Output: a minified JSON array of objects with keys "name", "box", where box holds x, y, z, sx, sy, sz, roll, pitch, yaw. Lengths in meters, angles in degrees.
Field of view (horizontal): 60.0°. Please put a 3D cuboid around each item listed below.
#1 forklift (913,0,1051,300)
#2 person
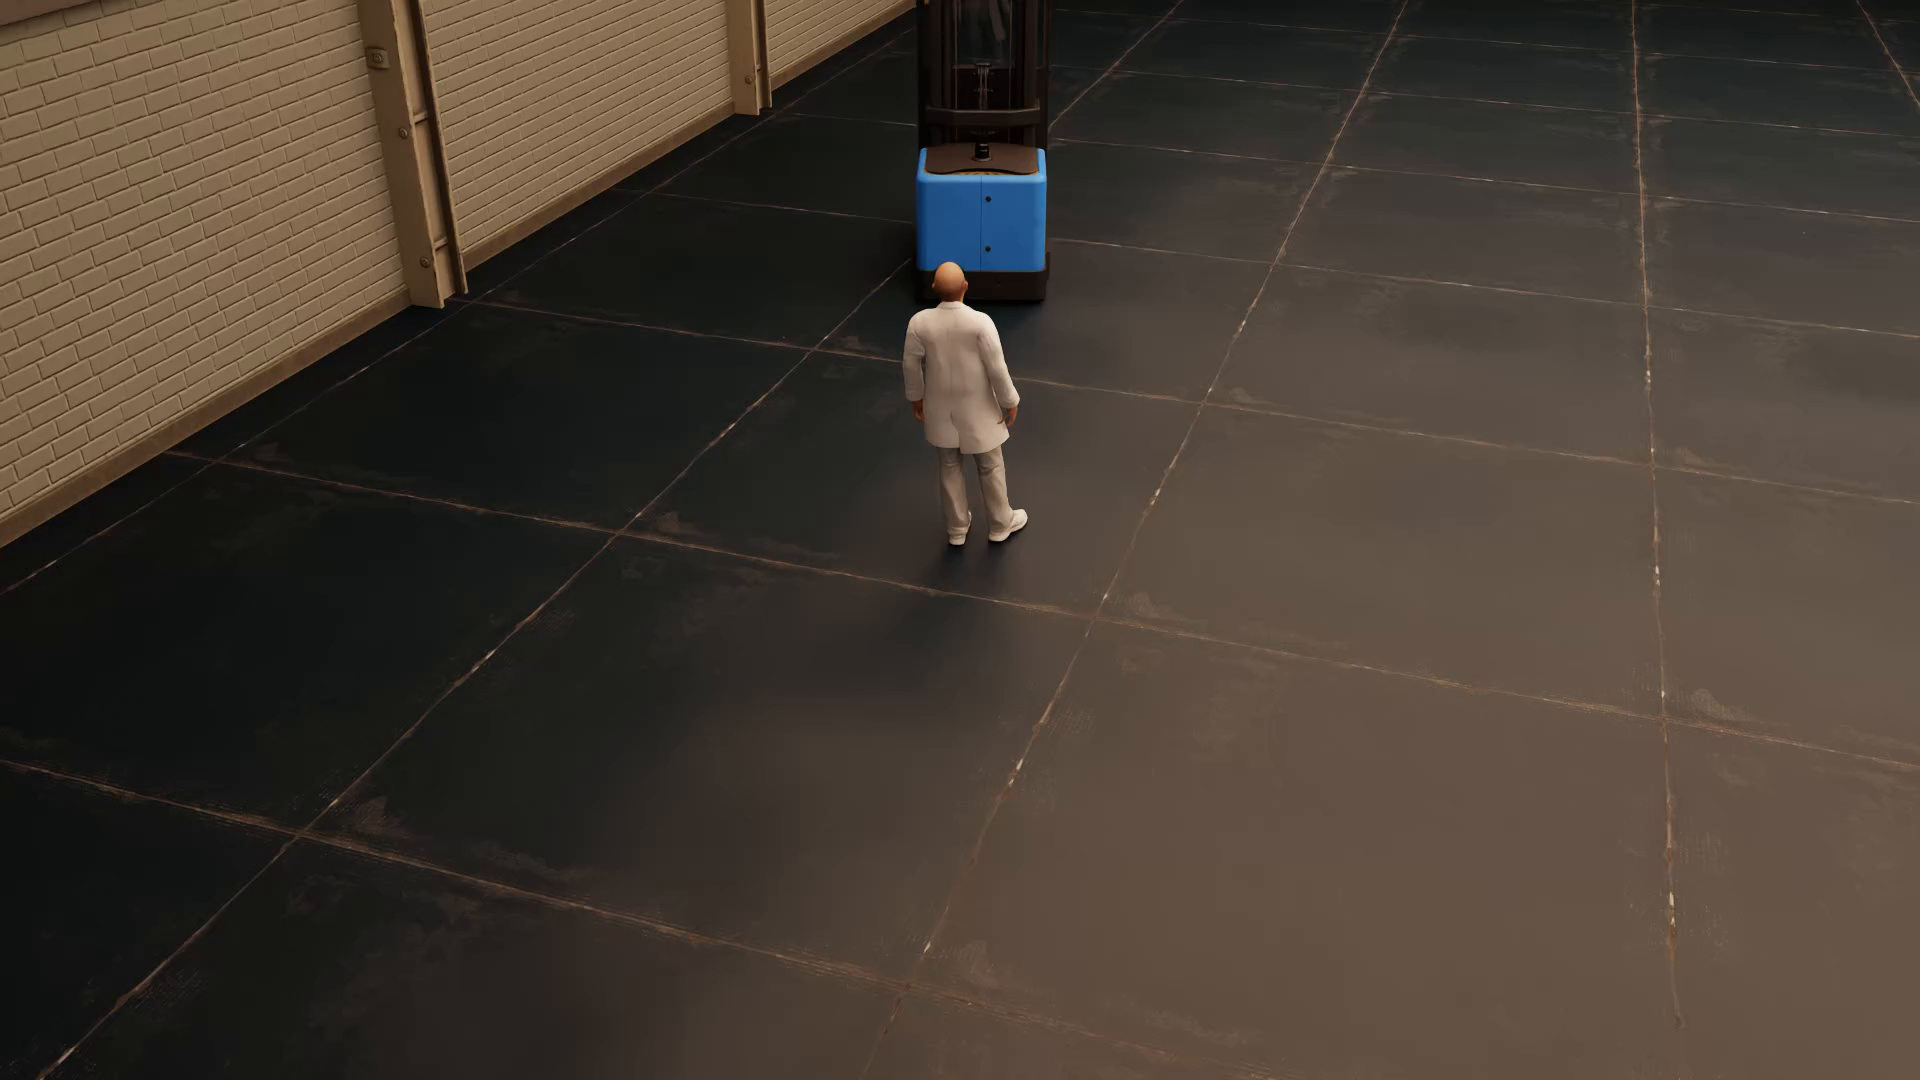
[{"name":"forklift","box":[0.198,-3.885,13.952,1.130,2.935,3.031,1,30,1]},{"name":"person","box":[0.034,-0.820,9.725,0.696,1.775,0.581,10,31,16]}]
